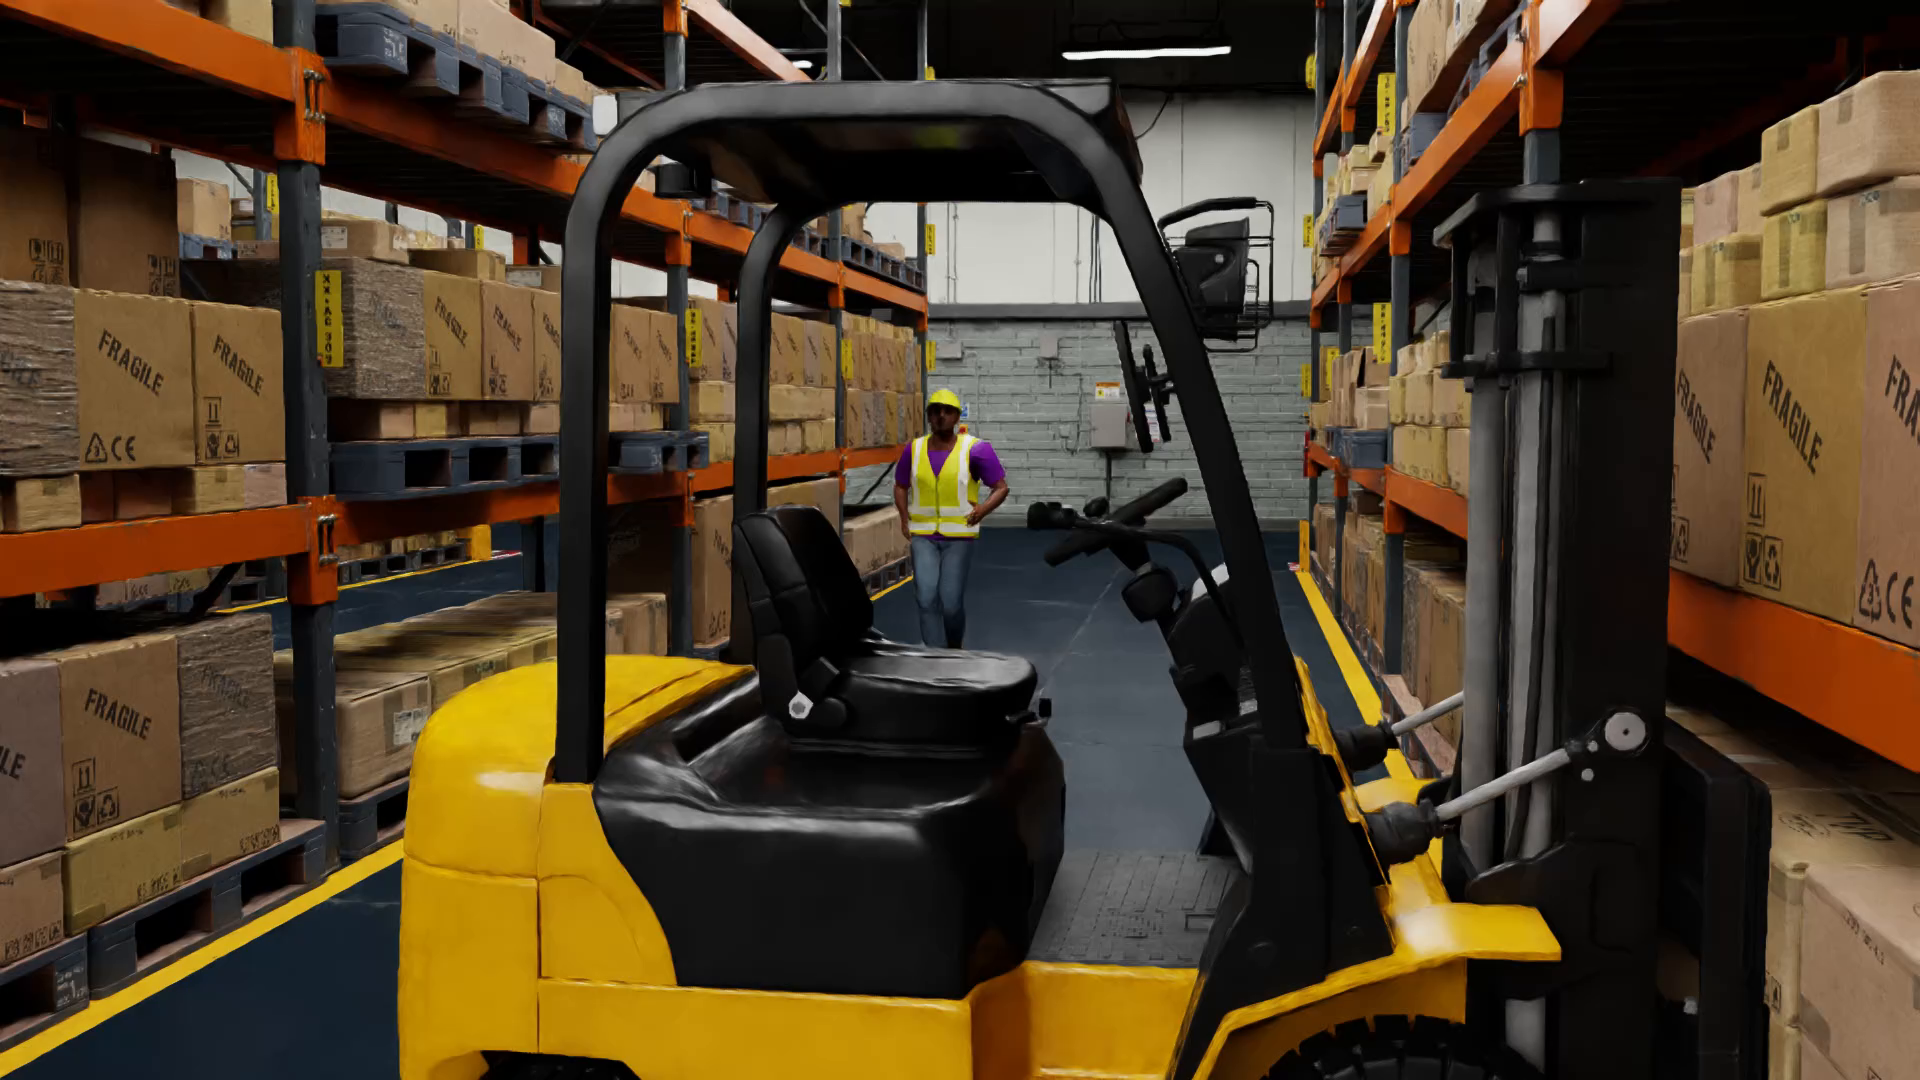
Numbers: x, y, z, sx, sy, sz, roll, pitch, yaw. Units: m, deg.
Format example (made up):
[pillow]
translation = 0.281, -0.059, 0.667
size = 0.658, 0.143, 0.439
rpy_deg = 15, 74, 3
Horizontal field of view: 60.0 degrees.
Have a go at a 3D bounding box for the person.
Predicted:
[person]
translation = -0.079, -0.016, 9.787
size = 0.712, 1.745, 0.726
rpy_deg = 1, 5, 12
